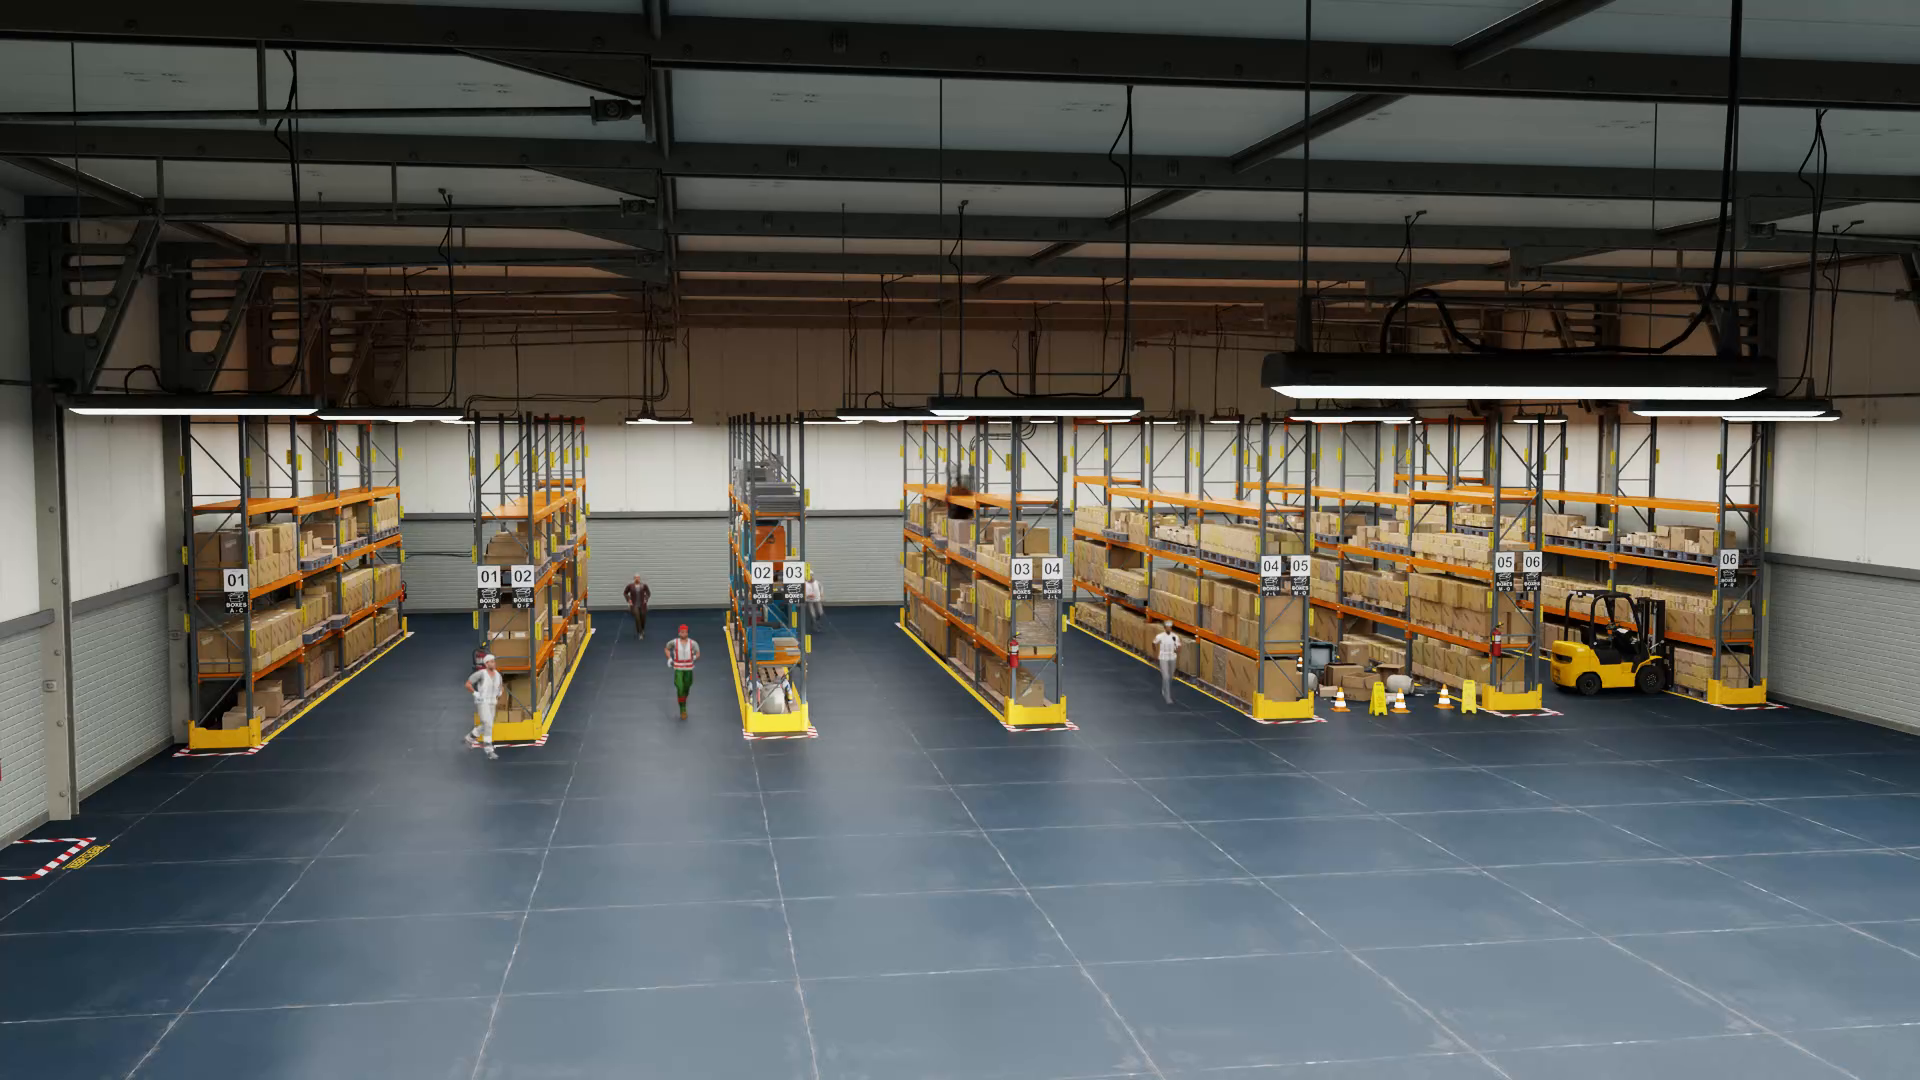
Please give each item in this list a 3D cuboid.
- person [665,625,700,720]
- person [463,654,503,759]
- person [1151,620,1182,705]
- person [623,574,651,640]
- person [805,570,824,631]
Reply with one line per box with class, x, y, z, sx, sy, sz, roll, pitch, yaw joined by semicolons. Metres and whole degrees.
person;-5.465;2.575;32.887;0.651;1.807;0.979;-1;4;-20
person;-8.269;2.882;29.044;0.900;1.778;0.700;3;5;33
person;4.312;2.508;34.564;0.580;1.706;0.893;-1;4;-11
person;-8.737;1.791;45.026;0.724;1.766;0.807;-1;4;-17
person;-4.118;1.703;46.593;0.669;1.715;0.557;-1;4;-17
